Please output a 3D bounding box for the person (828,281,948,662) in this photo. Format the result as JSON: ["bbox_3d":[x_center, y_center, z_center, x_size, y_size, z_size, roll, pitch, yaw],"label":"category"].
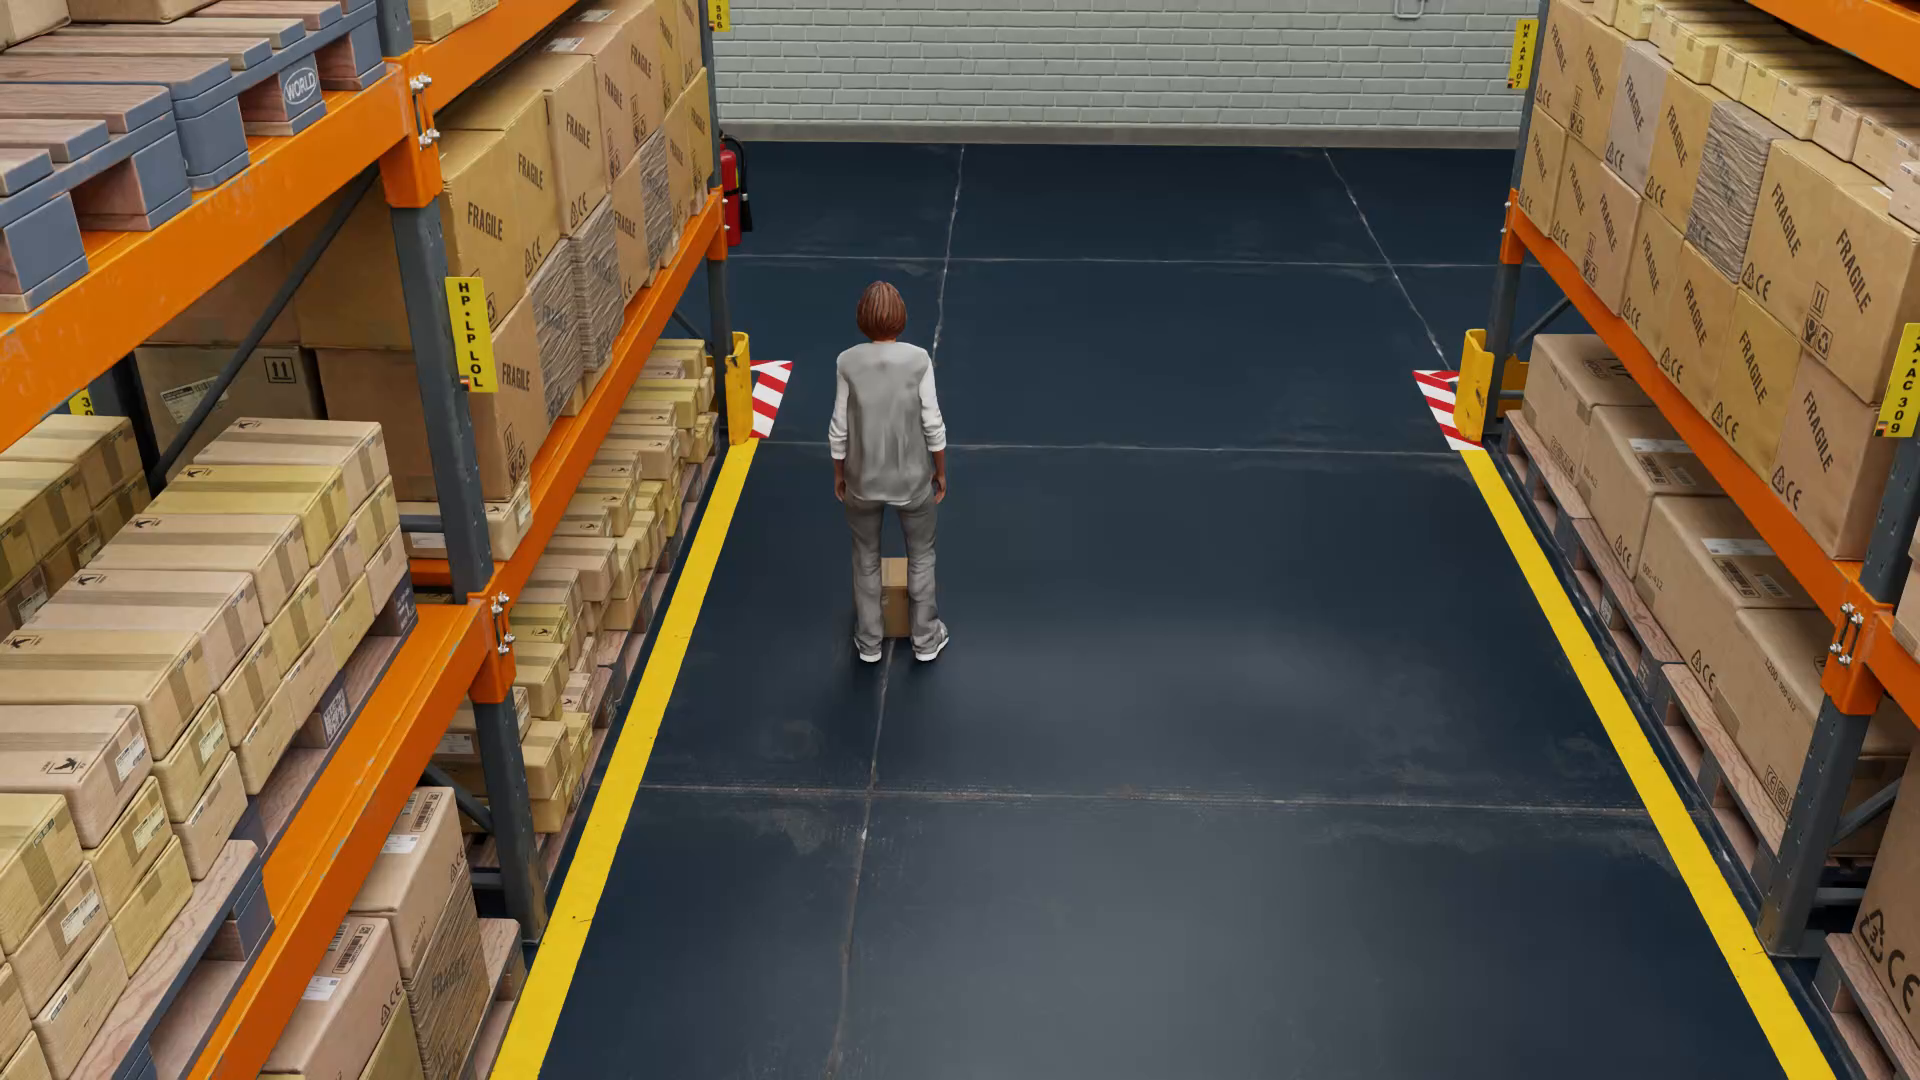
[{"bbox_3d":[-0.280,-0.232,6.565,0.460,1.591,0.348,1,28,1],"label":"person"}]
